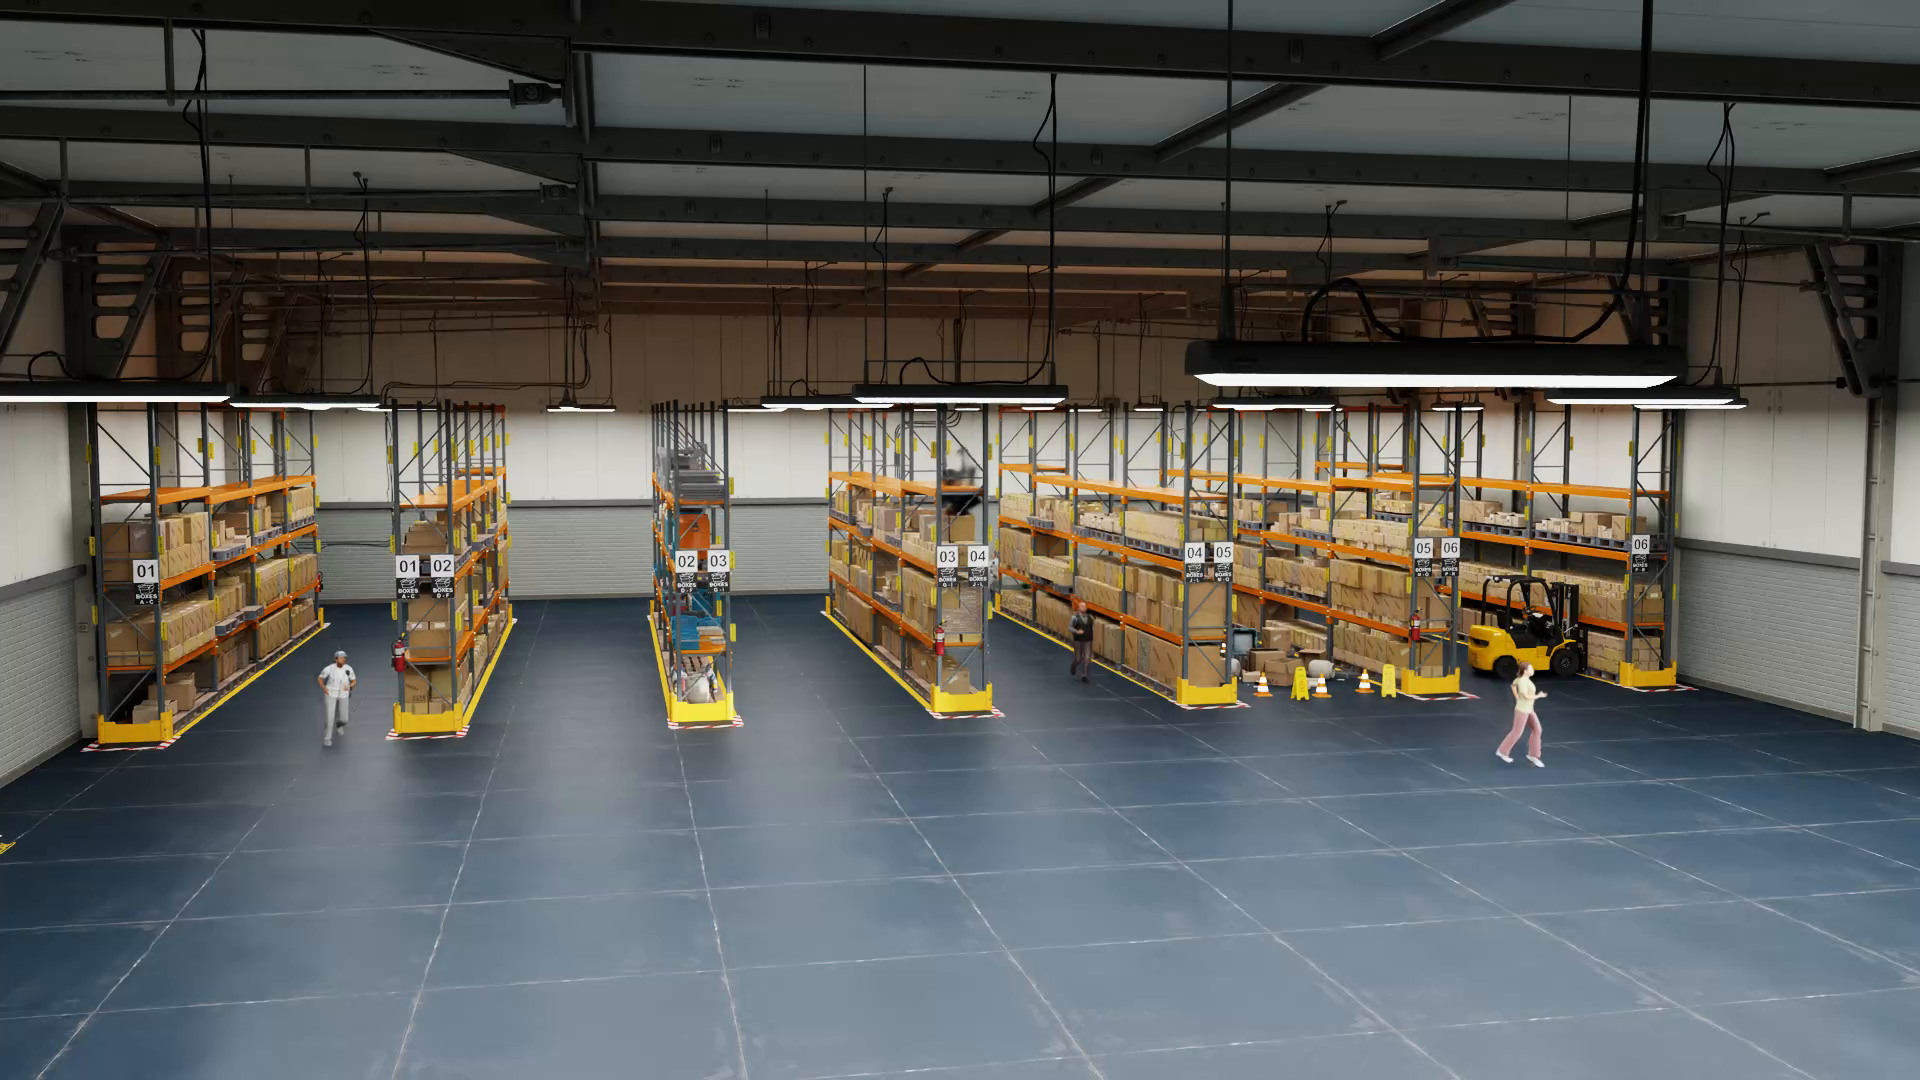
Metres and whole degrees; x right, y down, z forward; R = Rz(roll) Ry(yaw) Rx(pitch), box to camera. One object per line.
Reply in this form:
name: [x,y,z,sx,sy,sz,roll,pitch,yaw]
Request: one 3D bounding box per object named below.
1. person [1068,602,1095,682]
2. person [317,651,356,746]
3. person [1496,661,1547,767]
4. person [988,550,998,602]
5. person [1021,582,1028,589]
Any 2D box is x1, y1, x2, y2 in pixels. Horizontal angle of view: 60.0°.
person: [2.618,2.176,35.750,0.665,1.693,0.775,-1,4,-16]
person: [-10.902,2.750,29.136,0.634,1.614,0.689,-3,5,-33]
person: [9.168,2.841,27.140,0.780,1.731,0.564,2,5,30]
person: [0.993,1.141,49.794,0.821,1.709,0.680,-2,5,-21]
person: [2.081,1.110,49.760,0.597,1.714,0.708,2,5,21]
